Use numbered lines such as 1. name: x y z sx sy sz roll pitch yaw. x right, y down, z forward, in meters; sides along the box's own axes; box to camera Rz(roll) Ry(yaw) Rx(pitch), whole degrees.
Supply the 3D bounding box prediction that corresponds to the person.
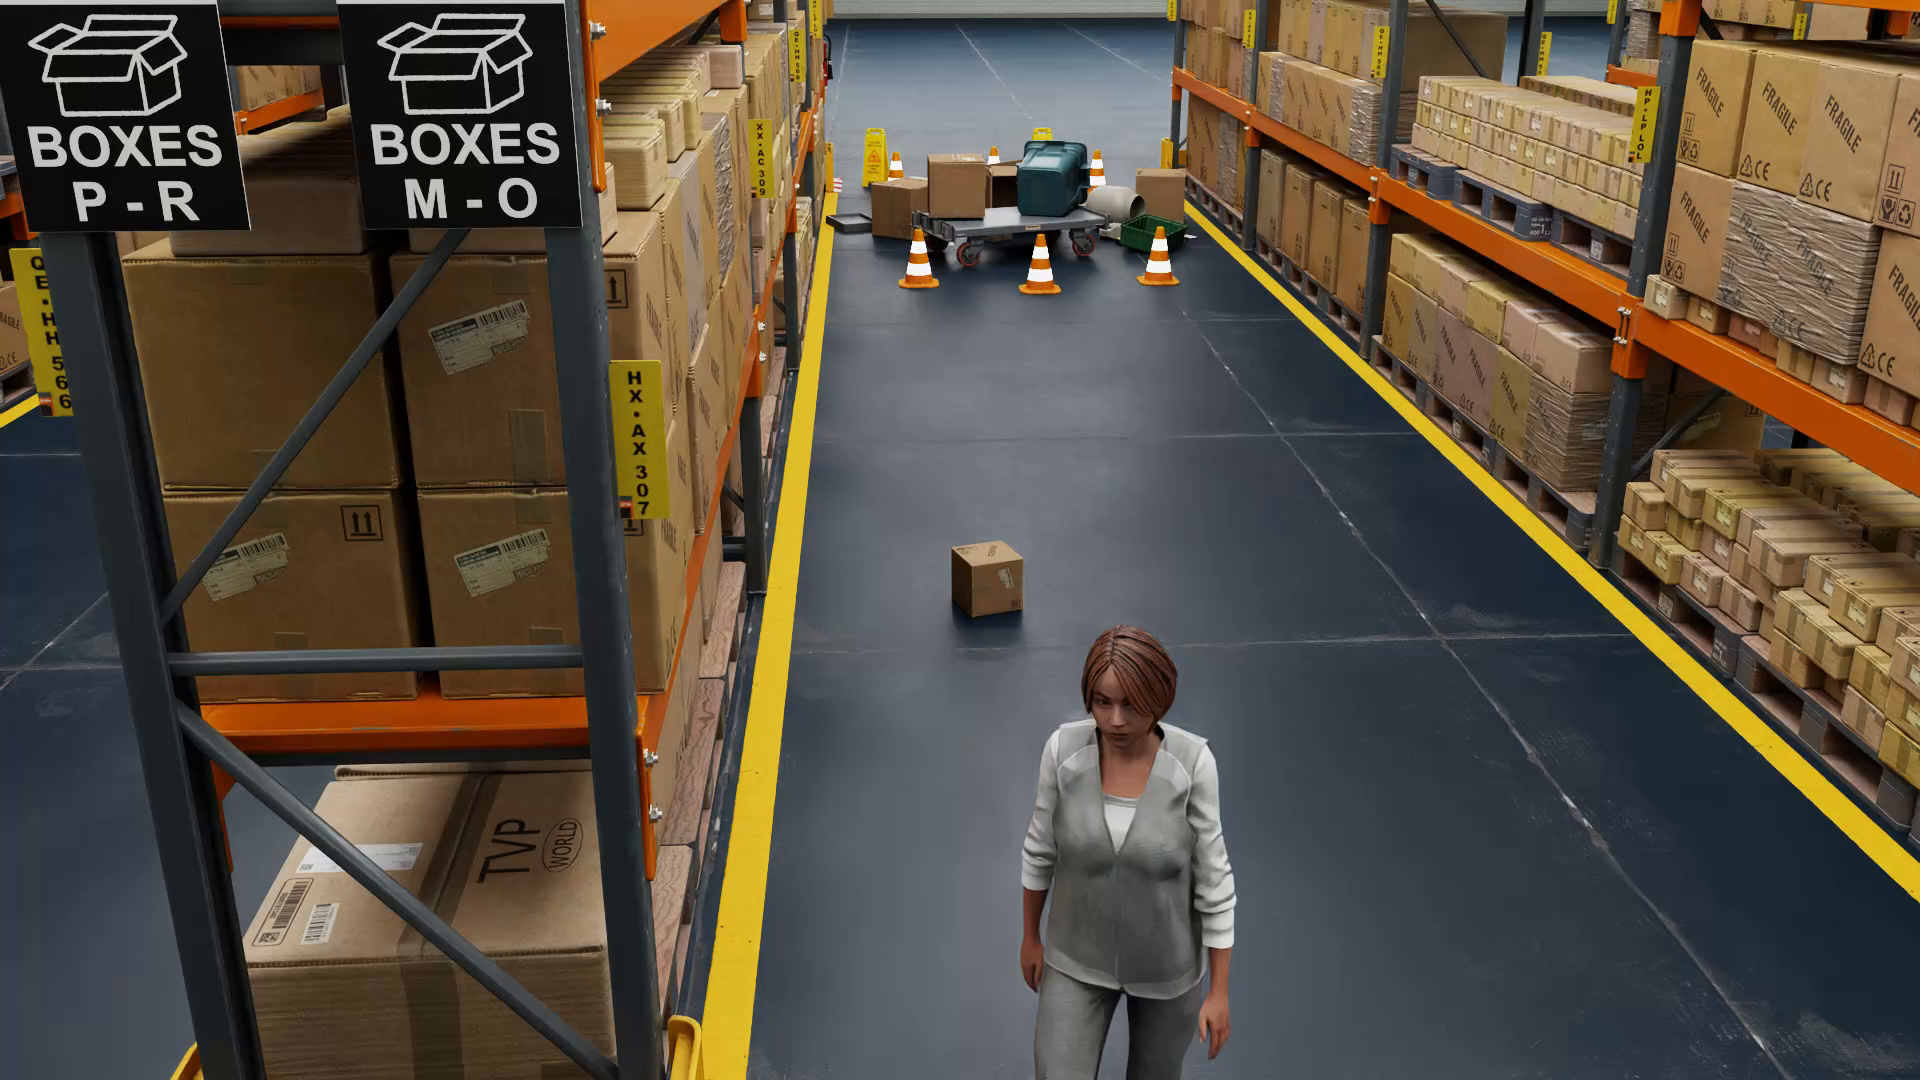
1. person: 0.350 0.936 3.578 0.459 1.612 0.508 3 21 7
